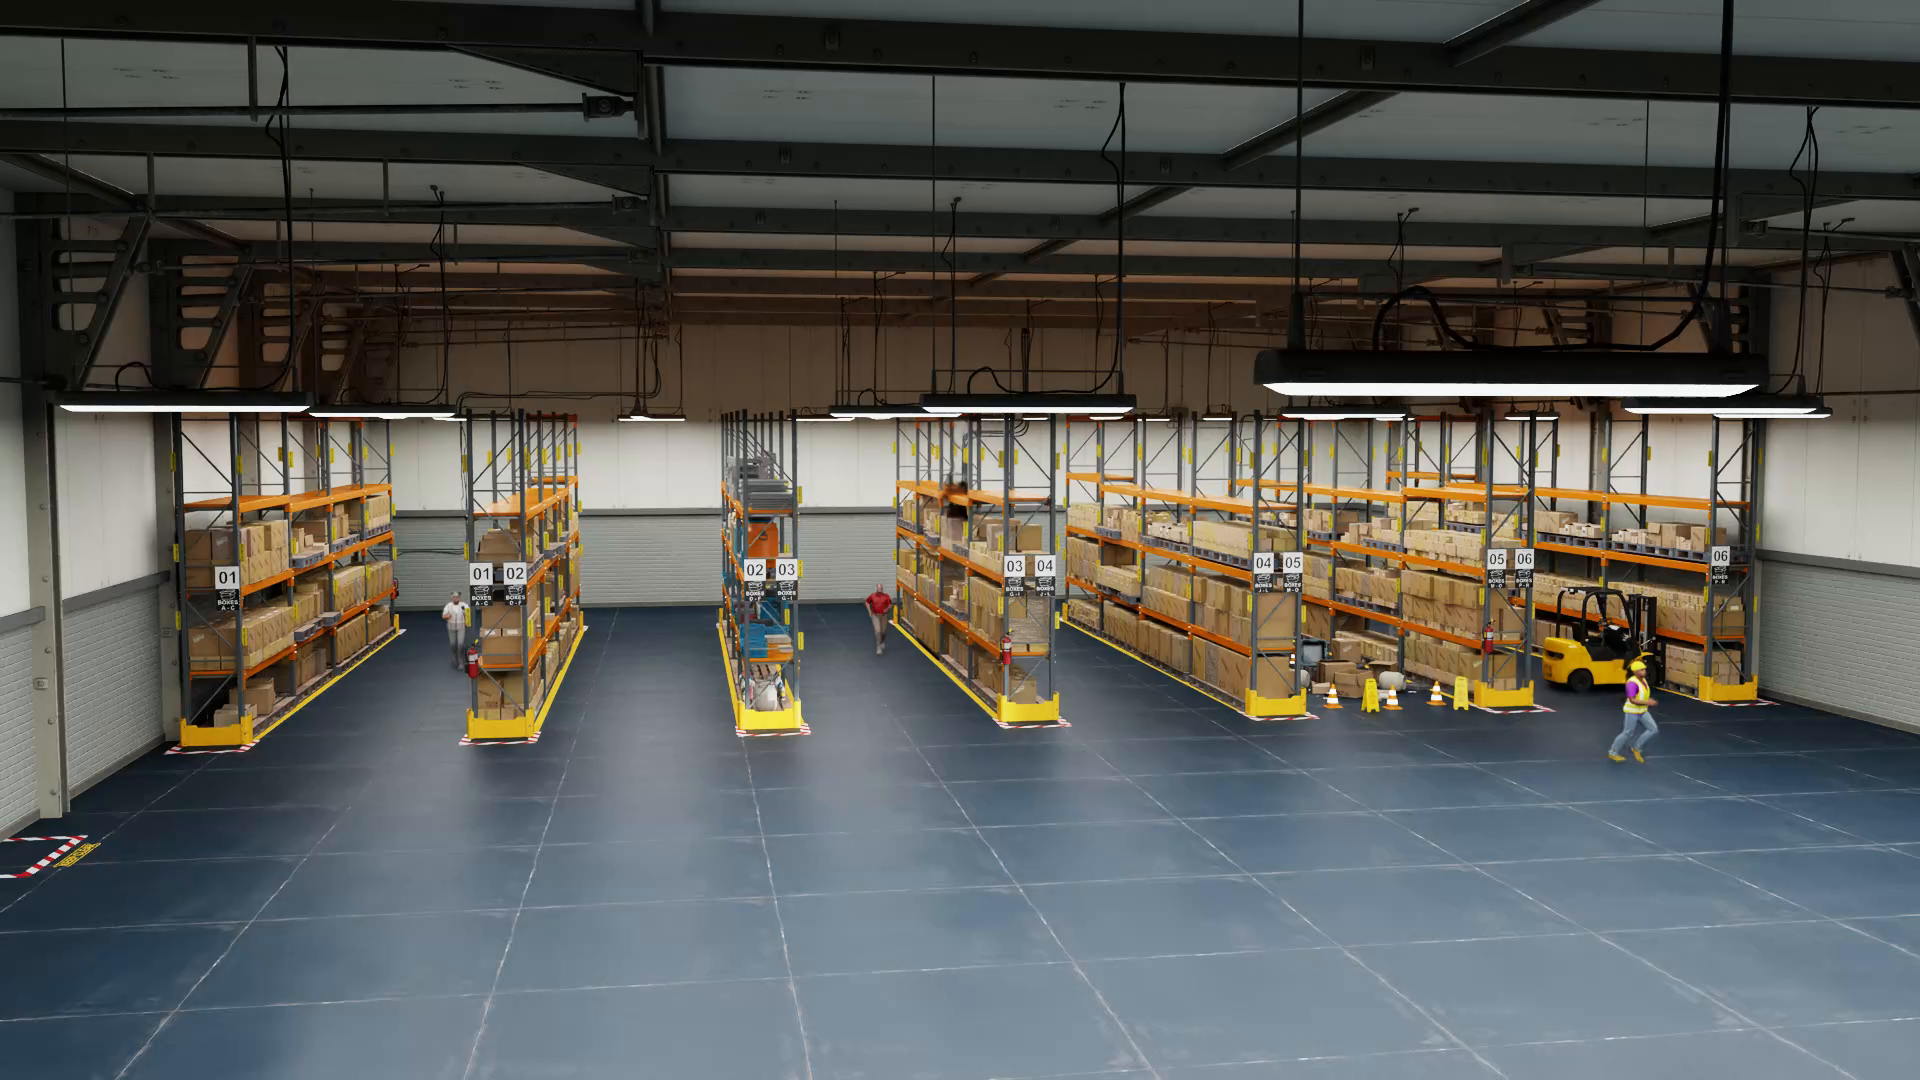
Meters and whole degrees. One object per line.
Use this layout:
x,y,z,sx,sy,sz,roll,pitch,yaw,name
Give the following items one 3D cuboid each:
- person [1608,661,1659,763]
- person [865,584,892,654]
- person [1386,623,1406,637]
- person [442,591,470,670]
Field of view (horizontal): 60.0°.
11.375,2.888,27.929,0.715,1.735,0.848,-3,5,-41,person
-2.025,1.960,41.724,0.666,1.736,0.825,-1,4,-10,person
11.471,1.866,43.748,0.529,1.632,0.810,-1,4,-17,person
-11.832,2.108,39.093,0.642,1.839,0.763,-1,4,-12,person
